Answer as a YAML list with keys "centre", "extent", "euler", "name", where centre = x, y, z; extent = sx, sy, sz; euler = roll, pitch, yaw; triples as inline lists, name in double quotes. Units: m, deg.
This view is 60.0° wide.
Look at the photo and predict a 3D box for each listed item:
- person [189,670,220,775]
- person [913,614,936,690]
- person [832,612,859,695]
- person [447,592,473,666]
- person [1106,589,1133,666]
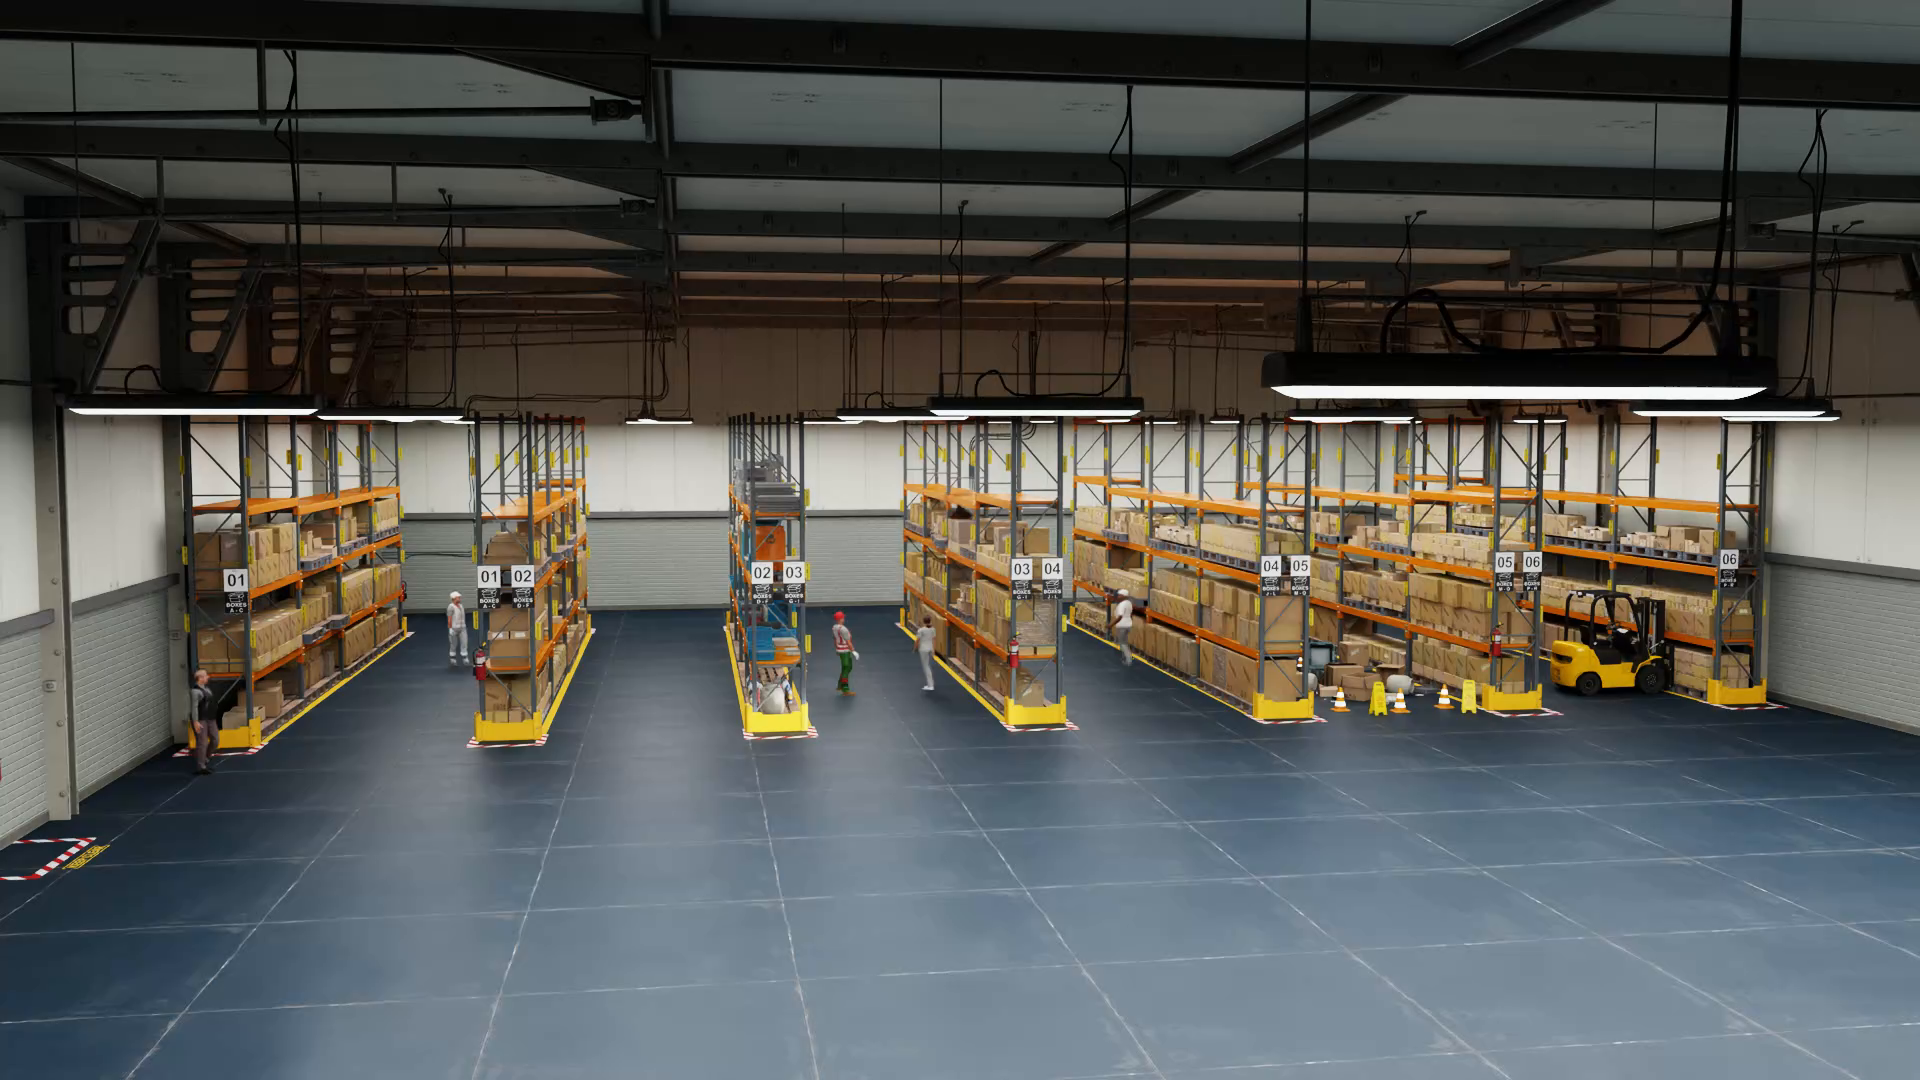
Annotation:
- centre: [-12.528, 3.002, 27.466]
  extent: [0.483, 1.725, 0.589]
  euler: [1, 4, 9]
  name: "person"
- centre: [-0.764, 2.456, 36.100]
  extent: [0.546, 1.713, 0.472]
  euler: [3, 5, 41]
  name: "person"
- centre: [-2.459, 2.422, 35.552]
  extent: [0.564, 1.809, 0.617]
  euler: [-1, 4, -10]
  name: "person"
- centre: [-11.941, 2.135, 39.711]
  extent: [0.599, 1.791, 0.577]
  euler: [3, 5, 41]
  name: "person"
- centre: [3.779, 2.042, 38.540]
  extent: [0.694, 1.815, 0.517]
  euler: [-4, 5, -44]
  name: "person"
